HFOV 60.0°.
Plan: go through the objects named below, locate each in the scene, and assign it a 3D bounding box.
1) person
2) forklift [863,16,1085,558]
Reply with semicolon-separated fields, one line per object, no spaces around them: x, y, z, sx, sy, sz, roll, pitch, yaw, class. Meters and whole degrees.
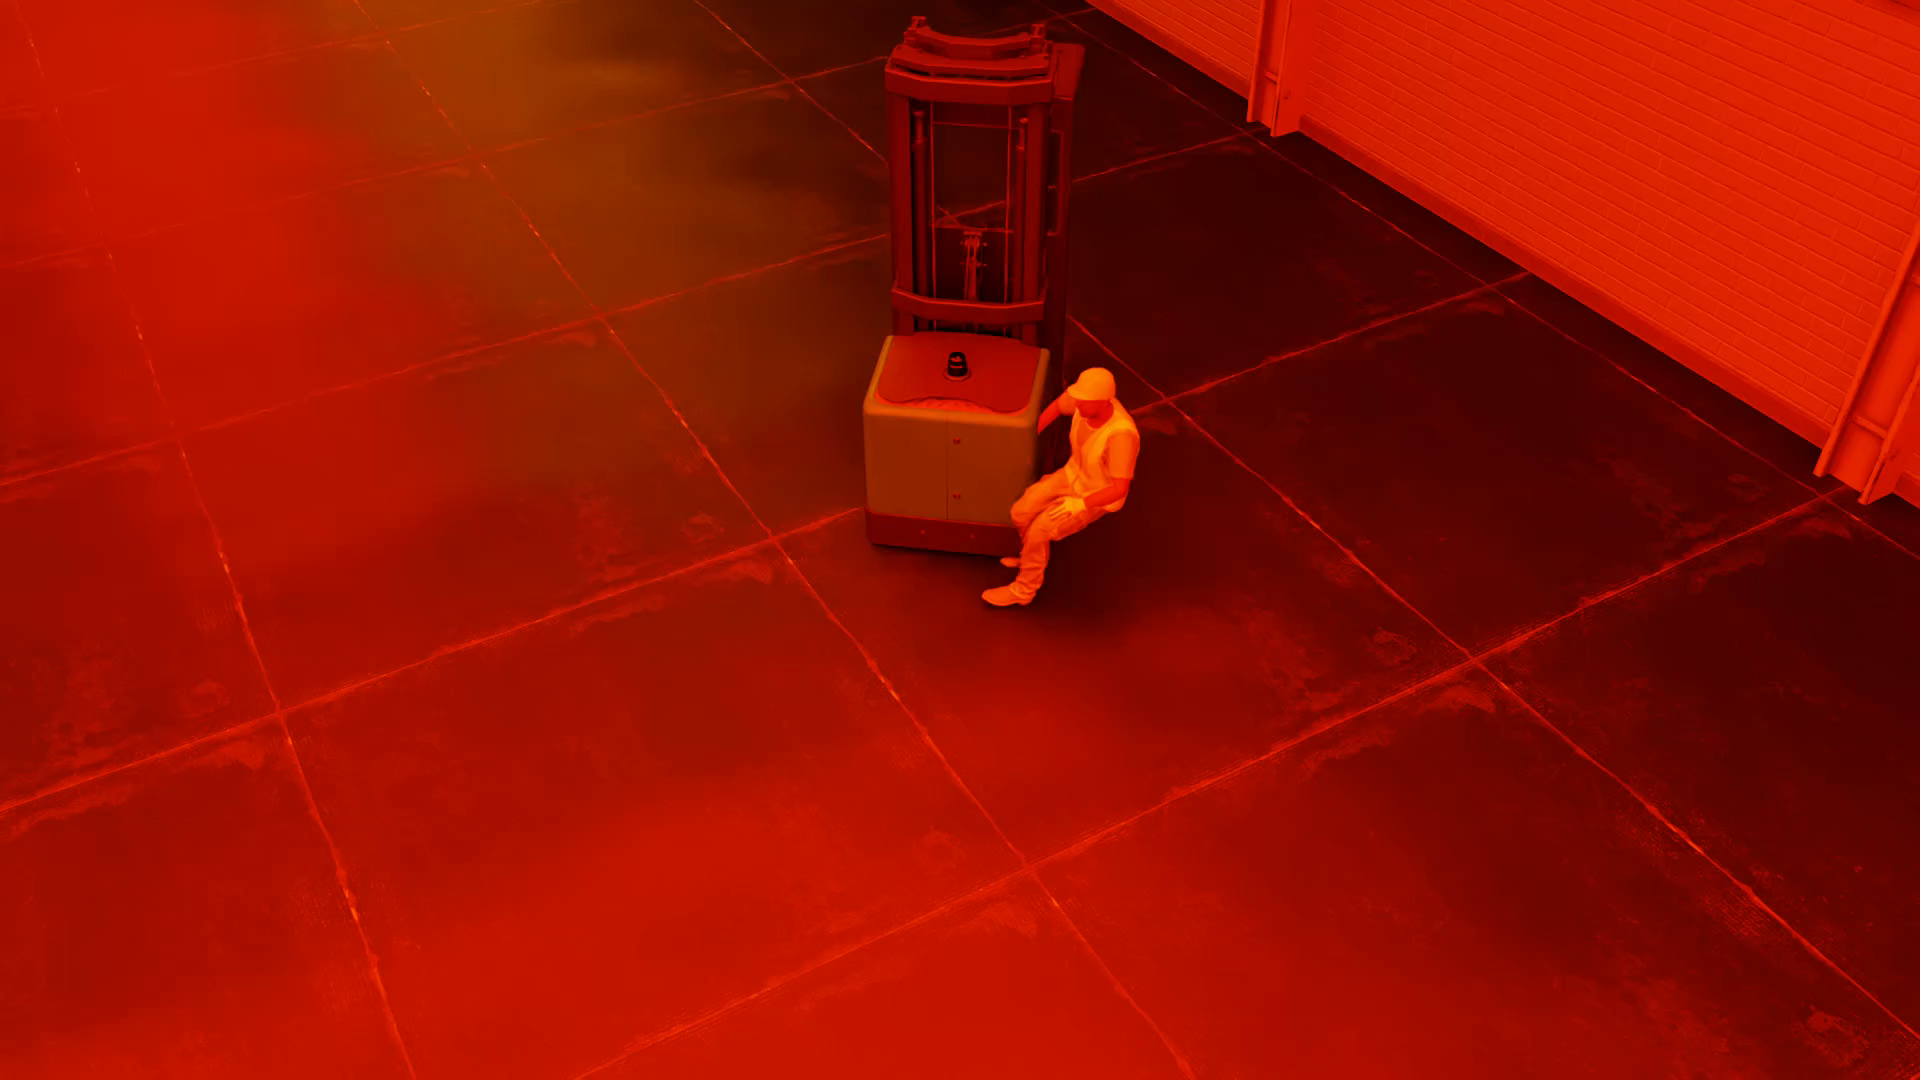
0.556;-0.284;9.507;0.880;1.558;0.841;-20;44;-23;person
0.153;-1.960;10.399;1.130;2.935;3.031;6;40;7;forklift
